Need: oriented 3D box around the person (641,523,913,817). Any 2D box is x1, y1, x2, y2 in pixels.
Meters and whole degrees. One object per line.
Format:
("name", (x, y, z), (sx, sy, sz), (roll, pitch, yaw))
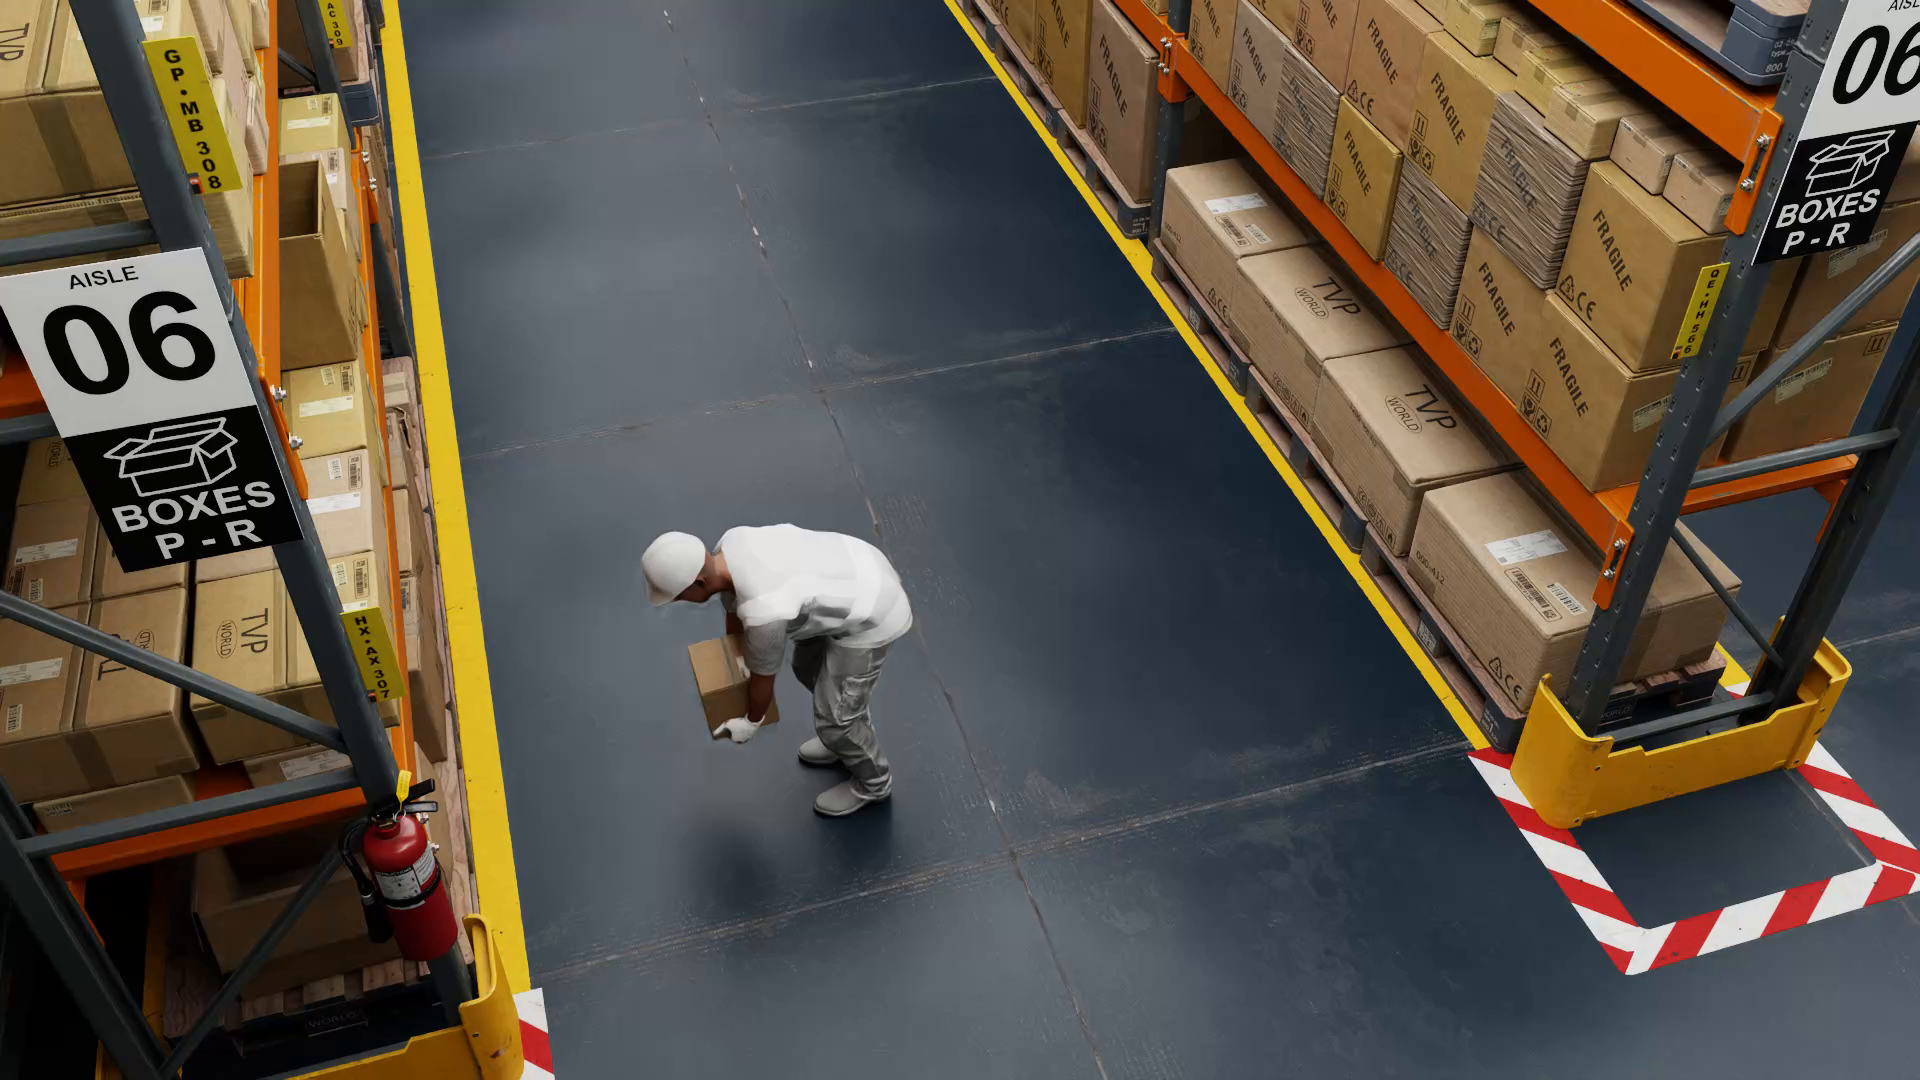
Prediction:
("person", (-0.618, 0.438, 5.943), (0.897, 1.396, 0.499), (-13, 43, -14))
